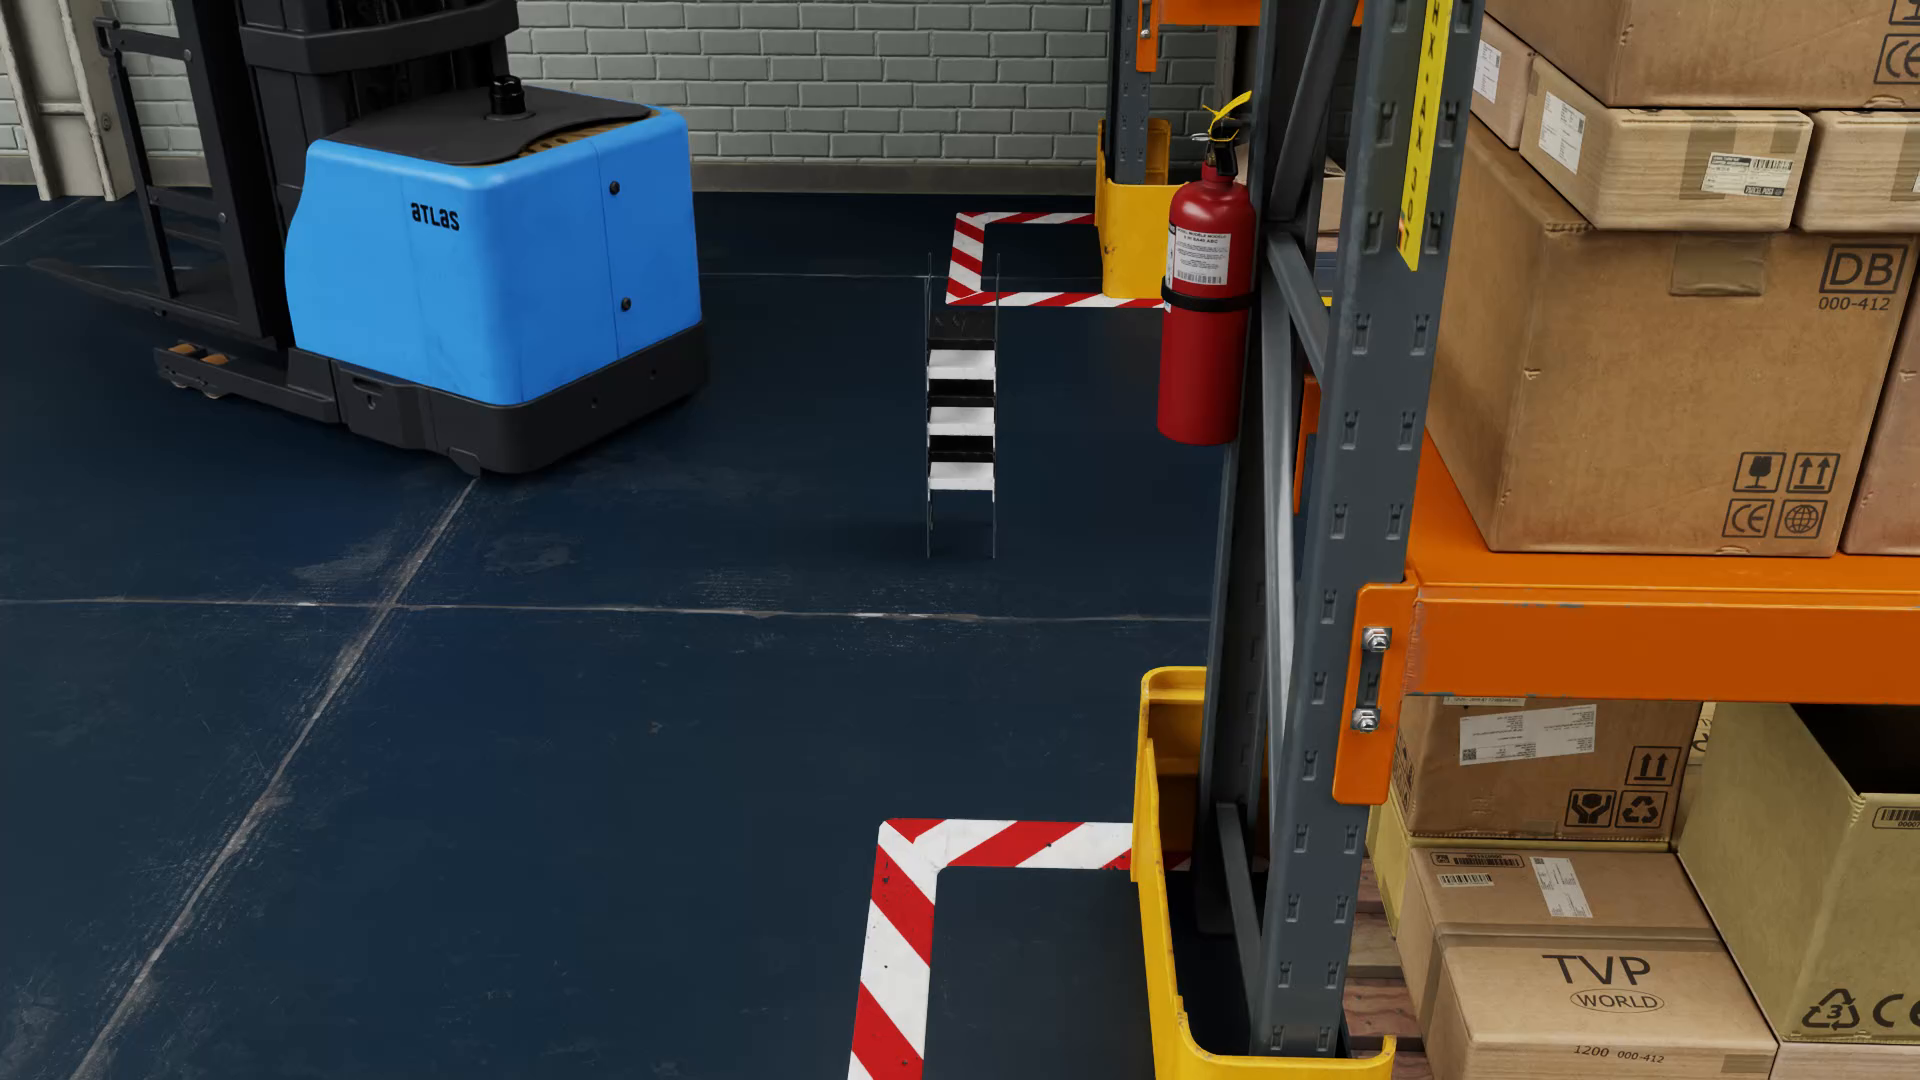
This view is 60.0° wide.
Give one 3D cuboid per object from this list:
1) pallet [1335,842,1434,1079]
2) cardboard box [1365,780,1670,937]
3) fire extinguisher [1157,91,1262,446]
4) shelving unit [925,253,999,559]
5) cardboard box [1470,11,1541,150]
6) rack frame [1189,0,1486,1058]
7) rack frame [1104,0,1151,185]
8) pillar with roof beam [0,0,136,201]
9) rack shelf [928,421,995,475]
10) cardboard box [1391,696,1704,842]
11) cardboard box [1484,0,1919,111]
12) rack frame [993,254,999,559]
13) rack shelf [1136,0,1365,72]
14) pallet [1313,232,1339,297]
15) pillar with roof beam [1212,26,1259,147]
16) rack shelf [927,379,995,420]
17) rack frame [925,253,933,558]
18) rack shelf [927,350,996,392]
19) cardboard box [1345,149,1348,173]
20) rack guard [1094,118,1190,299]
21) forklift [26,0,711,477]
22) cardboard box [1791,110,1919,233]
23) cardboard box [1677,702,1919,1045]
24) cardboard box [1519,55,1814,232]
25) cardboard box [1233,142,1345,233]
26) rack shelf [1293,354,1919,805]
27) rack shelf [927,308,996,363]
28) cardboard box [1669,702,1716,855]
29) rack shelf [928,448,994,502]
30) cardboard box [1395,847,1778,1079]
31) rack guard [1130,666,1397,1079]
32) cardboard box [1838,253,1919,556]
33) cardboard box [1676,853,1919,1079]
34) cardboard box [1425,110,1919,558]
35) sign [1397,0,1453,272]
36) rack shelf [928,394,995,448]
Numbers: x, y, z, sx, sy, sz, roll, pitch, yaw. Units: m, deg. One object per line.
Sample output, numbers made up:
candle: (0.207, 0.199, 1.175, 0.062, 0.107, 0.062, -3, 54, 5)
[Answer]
pallet: (1.337, 0.896, 3.334, 1.213, 0.211, 1.003, 1, 28, 2)
cardboard box: (1.118, 0.571, 3.458, 0.500, 0.250, 0.500, 1, 28, 2)
fire extinguisher: (0.469, -0.514, 3.100, 0.183, 0.674, 0.296, 1, 28, 2)
shelving unit: (0.008, -0.397, 5.039, 0.210, 0.900, 0.258, 1, 28, 2)
cardboard box: (0.960, -0.743, 2.649, 0.250, 0.149, 0.380, 0, 28, 1)
rack frame: (0.571, -0.329, 2.668, 0.127, 3.000, 1.000, 1, 28, 2)
rack frame: (0.742, -2.648, 7.042, 0.127, 3.000, 1.000, 1, 28, 2)
pillar with roof beam: (-4.676, -3.776, 2.765, 0.400, 9.000, 9.100, 1, 28, 2)
rack shelf: (0.008, -0.288, 5.097, 0.200, 0.077, 0.258, 1, 28, 2)
cardboard box: (1.118, 0.238, 3.284, 0.500, 0.500, 0.500, 1, 28, 2)
cardboard box: (1.090, -0.932, 2.313, 0.500, 0.500, 0.700, 1, 28, 2)
rack frame: (0.110, -0.396, 5.036, 0.006, 0.900, 0.240, 1, 28, 2)
rack shelf: (2.741, -2.297, 7.148, 4.000, 0.370, 1.077, 1, 28, 2)
pallet: (1.629, -1.385, 7.637, 1.213, 0.211, 1.003, 1, 28, 2)
pillar with roof beam: (1.320, -3.677, 2.578, 0.400, 9.000, 9.100, 1, 28, 2)
rack shelf: (0.008, -0.448, 5.012, 0.200, 0.077, 0.258, 1, 28, 2)
rack frame: (-0.093, -0.399, 5.042, 0.006, 0.900, 0.240, 1, 28, 2)
rack shelf: (0.008, -0.527, 4.970, 0.200, 0.077, 0.258, 1, 28, 2)
cardboard box: (2.000, -1.591, 7.450, 0.500, 0.311, 0.500, 3, 28, 6)
rack guard: (0.818, -1.542, 7.625, 0.348, 0.500, 1.175, 1, 28, 2)
forklift: (-2.455, -2.016, 5.923, 3.031, 2.935, 1.130, 16, 32, 28)
cardboard box: (1.220, -0.549, 2.285, 0.250, 0.149, 0.380, 0, 28, 0)
cardboard box: (1.599, 0.489, 2.811, 0.500, 0.500, 0.500, 1, 28, 2)
cardboard box: (0.956, -0.553, 2.290, 0.250, 0.149, 0.380, 1, 28, 1)
cardboard box: (1.431, -1.601, 7.468, 0.500, 0.311, 0.500, -2, 28, -4)
rack shelf: (2.570, 0.022, 2.774, 4.000, 0.370, 1.077, 1, 28, 2)
rack shelf: (0.008, -0.607, 4.928, 0.200, 0.077, 0.258, 1, 28, 2)
cardboard box: (1.618, 0.573, 3.453, 0.500, 0.250, 0.500, 1, 28, 2)
rack shelf: (0.008, -0.209, 5.139, 0.200, 0.077, 0.258, 1, 28, 2)
cardboard box: (1.099, 0.813, 3.001, 0.500, 0.250, 0.500, 1, 28, 2)
rack guard: (0.547, 0.775, 3.254, 0.348, 0.500, 1.175, 1, 28, 2)
cardboard box: (1.562, -0.353, 2.607, 0.500, 0.500, 0.700, 2, 28, 3)
cardboard box: (1.599, 0.820, 2.988, 0.500, 0.250, 0.500, 1, 28, 2)
cardboard box: (1.037, -0.360, 2.619, 0.500, 0.500, 0.700, 1, 28, 2)
sign: (0.546, -0.487, 1.957, 0.005, 0.325, 0.100, 1, 28, 2)
rack shelf: (0.008, -0.368, 5.055, 0.200, 0.077, 0.258, 1, 28, 2)
